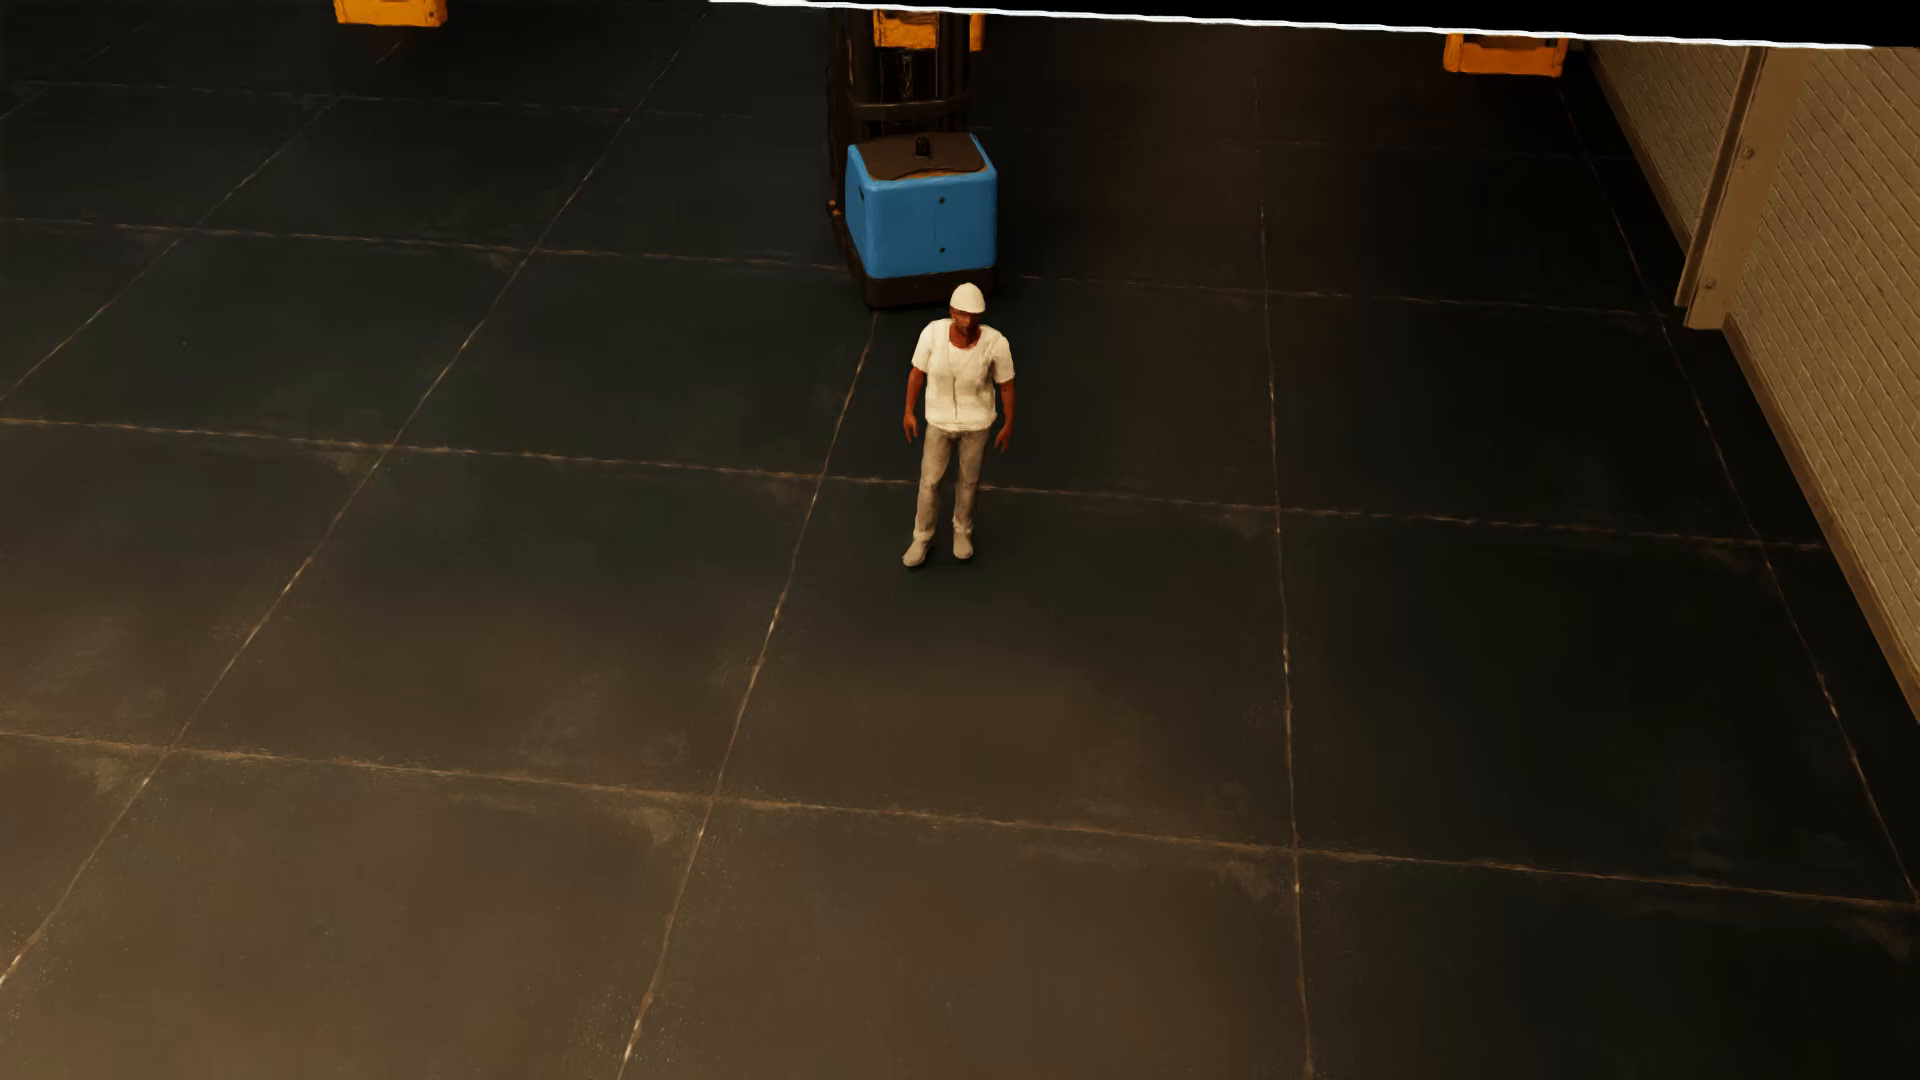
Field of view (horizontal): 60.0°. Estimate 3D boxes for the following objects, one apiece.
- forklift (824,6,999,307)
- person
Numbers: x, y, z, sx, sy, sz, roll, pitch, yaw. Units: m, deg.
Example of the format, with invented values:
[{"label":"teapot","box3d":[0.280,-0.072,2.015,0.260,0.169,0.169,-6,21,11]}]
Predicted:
[{"label":"forklift","box3d":[-0.529,-3.852,13.255,1.130,2.935,3.031,-8,37,-10]},{"label":"person","box3d":[-0.014,-0.676,9.917,0.665,1.766,0.576,4,37,6]}]
